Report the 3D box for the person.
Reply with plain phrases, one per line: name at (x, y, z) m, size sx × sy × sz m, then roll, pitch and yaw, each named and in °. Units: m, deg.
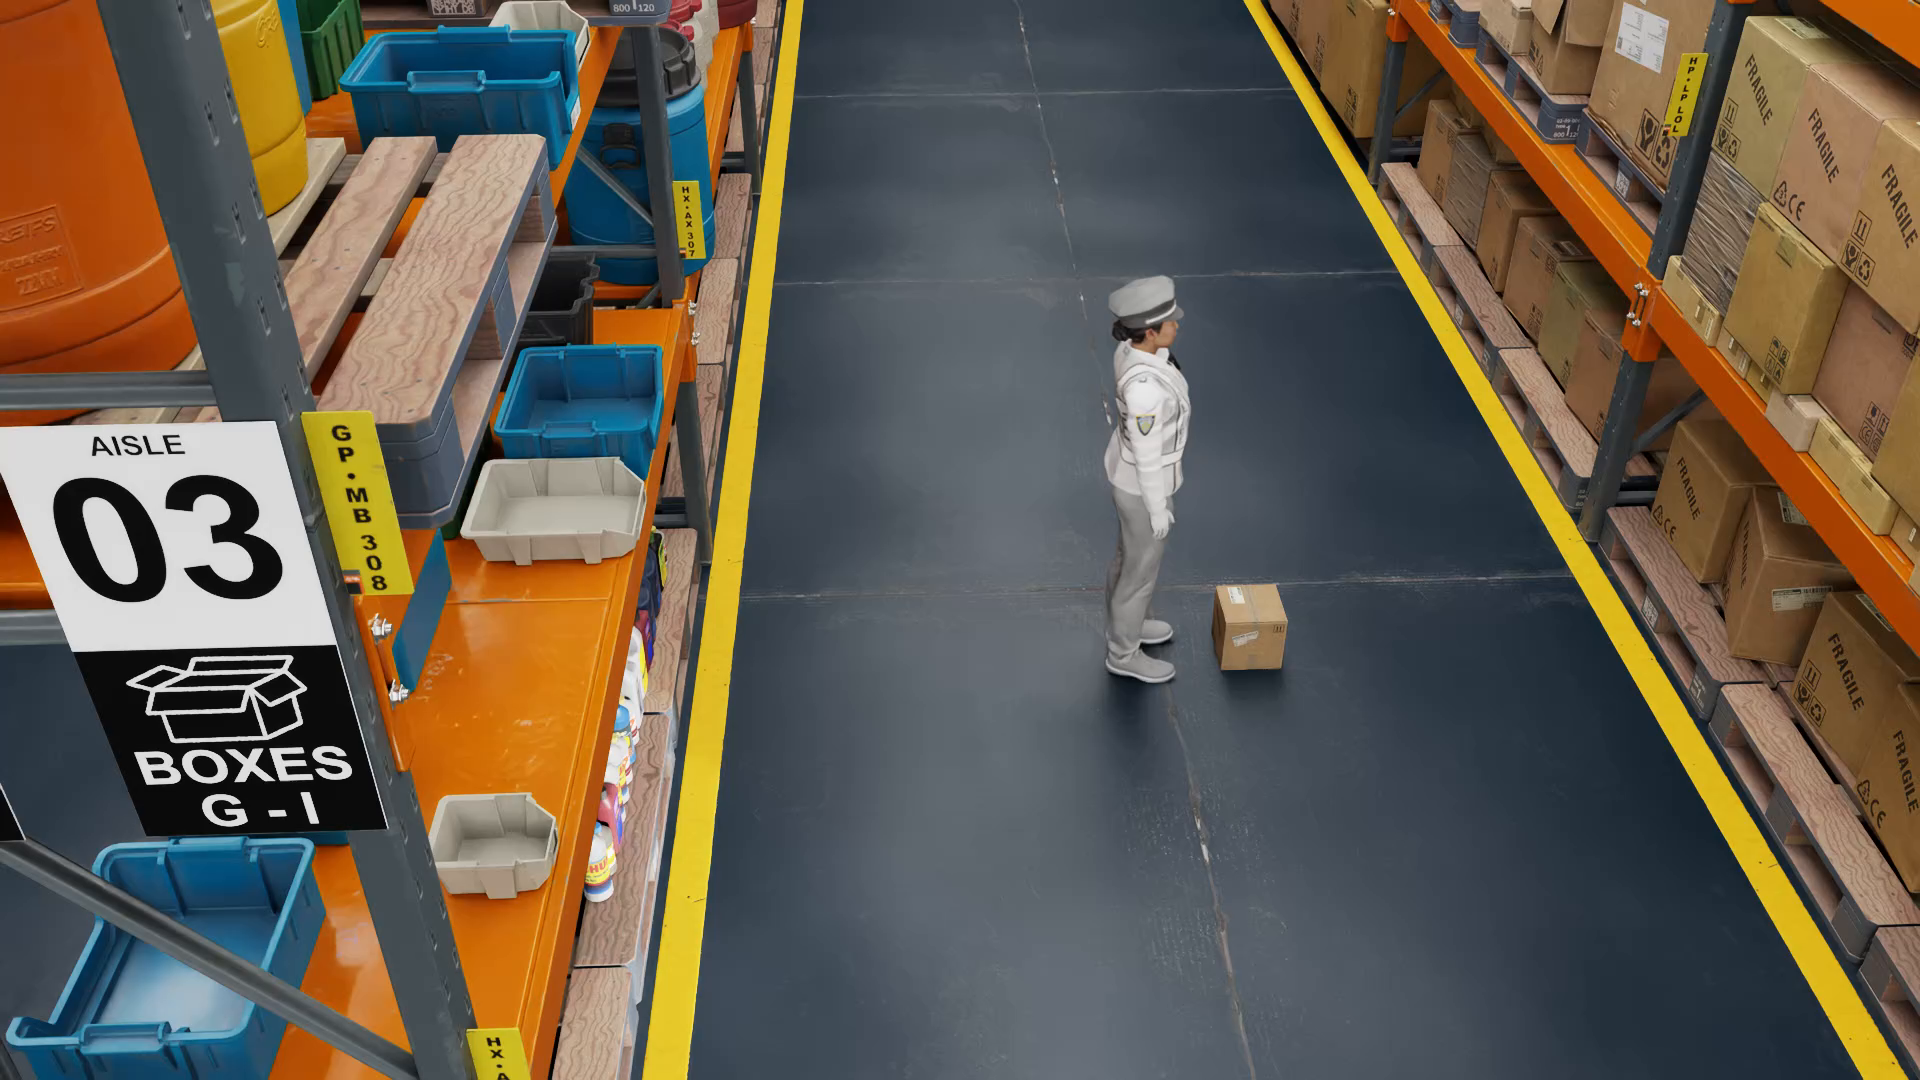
person at (0.715, -0.228, 6.437) m, size 0.363 × 1.705 × 0.492 m, roll -1°, pitch 35°, yaw -1°
